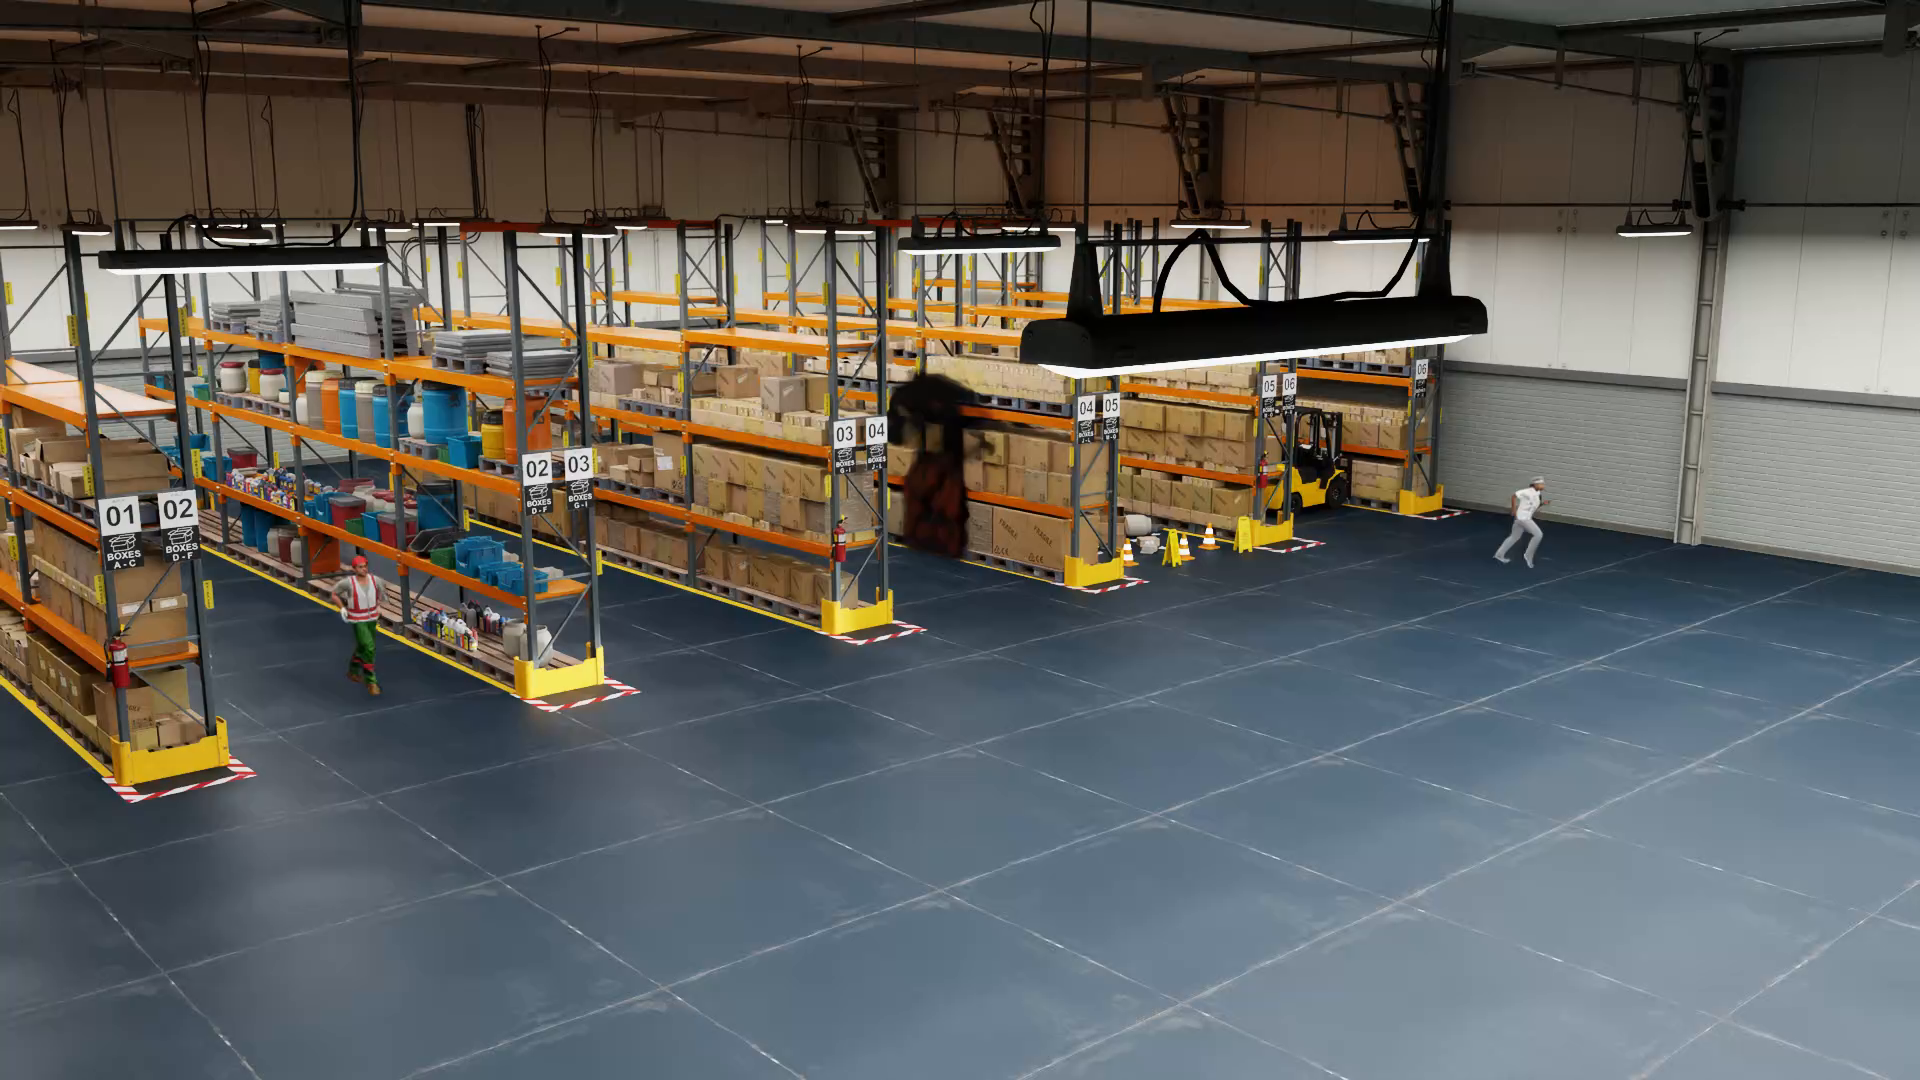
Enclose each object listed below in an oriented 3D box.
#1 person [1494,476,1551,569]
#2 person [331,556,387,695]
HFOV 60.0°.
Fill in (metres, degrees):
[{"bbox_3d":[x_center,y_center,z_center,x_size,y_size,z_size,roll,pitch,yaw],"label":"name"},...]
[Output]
[{"bbox_3d":[9.951,-0.340,29.403,0.886,1.660,0.568,6,13,27],"label":"person"},{"bbox_3d":[-7.867,1.099,21.955,0.799,1.851,0.620,8,14,34],"label":"person"}]
